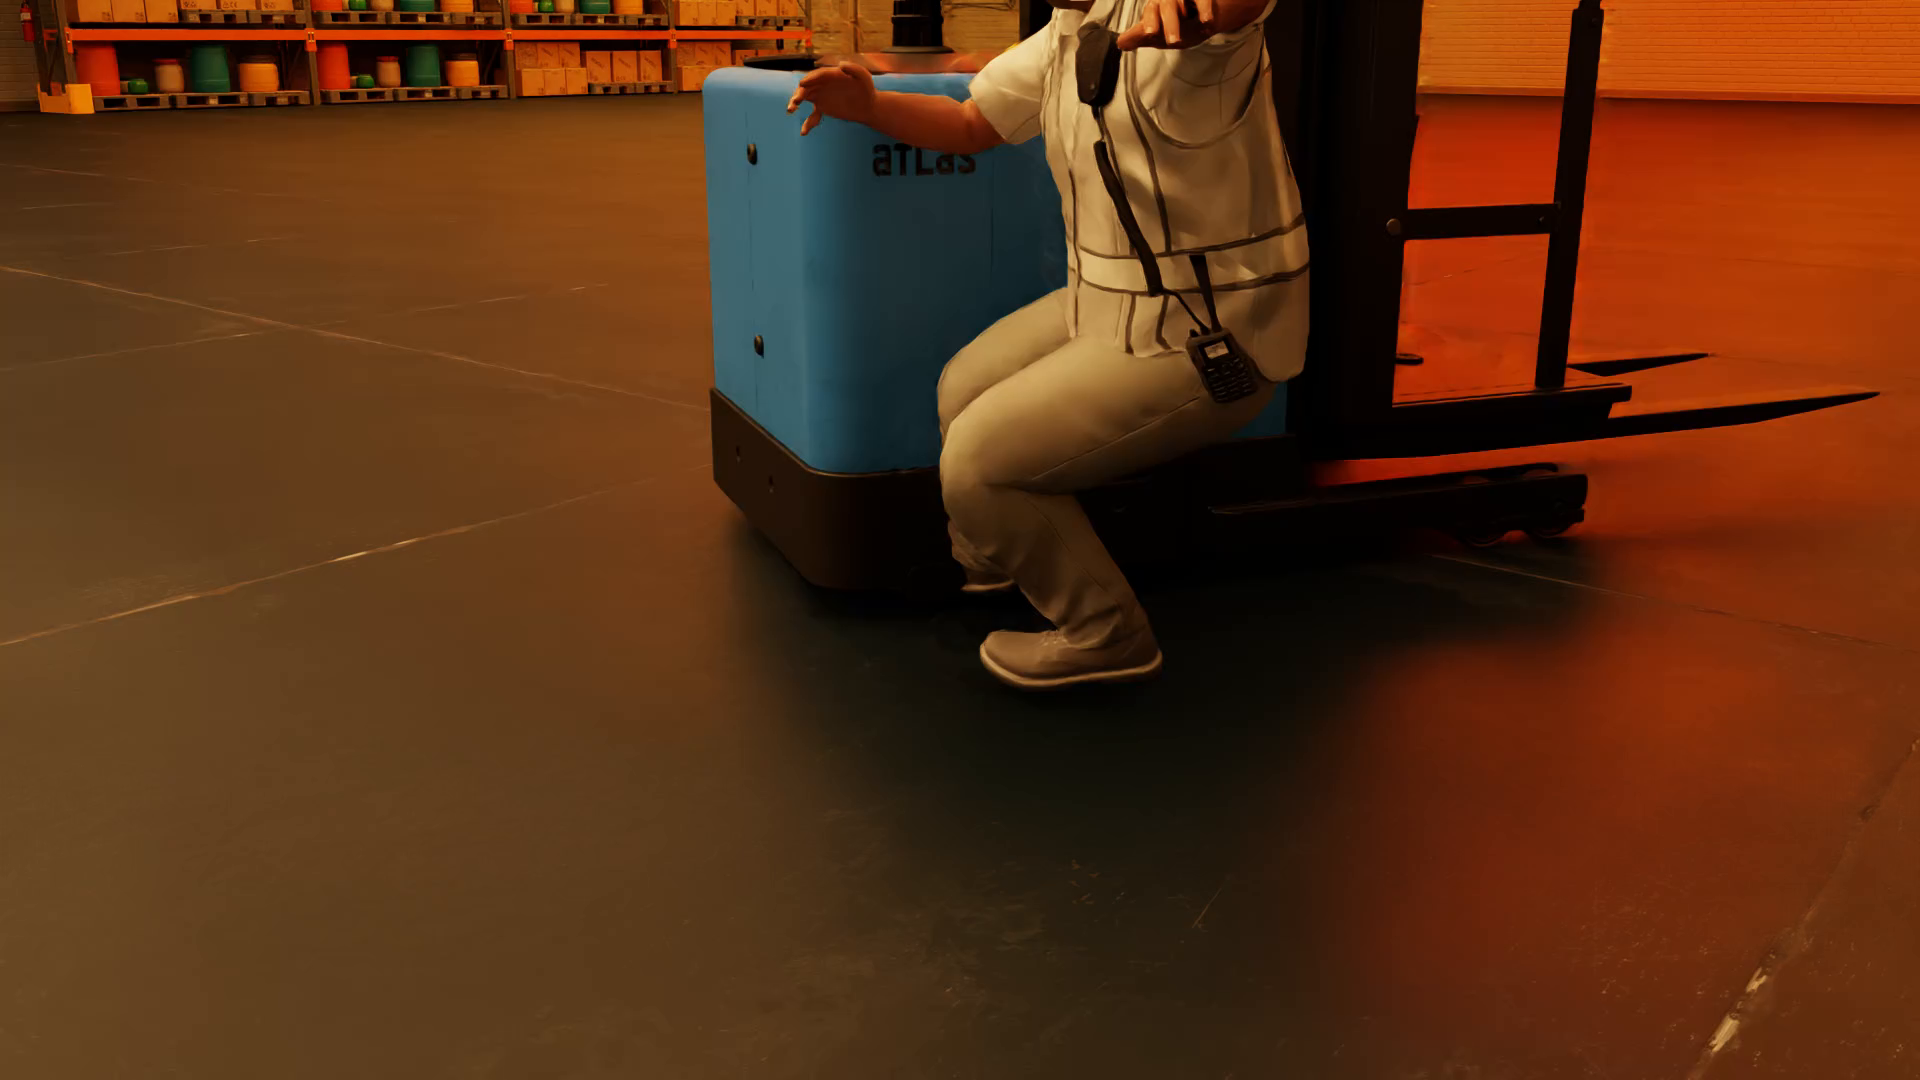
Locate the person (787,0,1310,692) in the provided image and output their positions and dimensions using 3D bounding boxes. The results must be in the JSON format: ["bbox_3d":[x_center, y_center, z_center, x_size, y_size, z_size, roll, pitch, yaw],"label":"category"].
[{"bbox_3d":[0.159,-0.390,2.689,0.831,1.457,1.620,-4,17,-14],"label":"person"}]

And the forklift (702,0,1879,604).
[{"bbox_3d":[0.950,-1.521,3.907,3.031,2.935,1.130,-6,18,-20],"label":"forklift"}]
